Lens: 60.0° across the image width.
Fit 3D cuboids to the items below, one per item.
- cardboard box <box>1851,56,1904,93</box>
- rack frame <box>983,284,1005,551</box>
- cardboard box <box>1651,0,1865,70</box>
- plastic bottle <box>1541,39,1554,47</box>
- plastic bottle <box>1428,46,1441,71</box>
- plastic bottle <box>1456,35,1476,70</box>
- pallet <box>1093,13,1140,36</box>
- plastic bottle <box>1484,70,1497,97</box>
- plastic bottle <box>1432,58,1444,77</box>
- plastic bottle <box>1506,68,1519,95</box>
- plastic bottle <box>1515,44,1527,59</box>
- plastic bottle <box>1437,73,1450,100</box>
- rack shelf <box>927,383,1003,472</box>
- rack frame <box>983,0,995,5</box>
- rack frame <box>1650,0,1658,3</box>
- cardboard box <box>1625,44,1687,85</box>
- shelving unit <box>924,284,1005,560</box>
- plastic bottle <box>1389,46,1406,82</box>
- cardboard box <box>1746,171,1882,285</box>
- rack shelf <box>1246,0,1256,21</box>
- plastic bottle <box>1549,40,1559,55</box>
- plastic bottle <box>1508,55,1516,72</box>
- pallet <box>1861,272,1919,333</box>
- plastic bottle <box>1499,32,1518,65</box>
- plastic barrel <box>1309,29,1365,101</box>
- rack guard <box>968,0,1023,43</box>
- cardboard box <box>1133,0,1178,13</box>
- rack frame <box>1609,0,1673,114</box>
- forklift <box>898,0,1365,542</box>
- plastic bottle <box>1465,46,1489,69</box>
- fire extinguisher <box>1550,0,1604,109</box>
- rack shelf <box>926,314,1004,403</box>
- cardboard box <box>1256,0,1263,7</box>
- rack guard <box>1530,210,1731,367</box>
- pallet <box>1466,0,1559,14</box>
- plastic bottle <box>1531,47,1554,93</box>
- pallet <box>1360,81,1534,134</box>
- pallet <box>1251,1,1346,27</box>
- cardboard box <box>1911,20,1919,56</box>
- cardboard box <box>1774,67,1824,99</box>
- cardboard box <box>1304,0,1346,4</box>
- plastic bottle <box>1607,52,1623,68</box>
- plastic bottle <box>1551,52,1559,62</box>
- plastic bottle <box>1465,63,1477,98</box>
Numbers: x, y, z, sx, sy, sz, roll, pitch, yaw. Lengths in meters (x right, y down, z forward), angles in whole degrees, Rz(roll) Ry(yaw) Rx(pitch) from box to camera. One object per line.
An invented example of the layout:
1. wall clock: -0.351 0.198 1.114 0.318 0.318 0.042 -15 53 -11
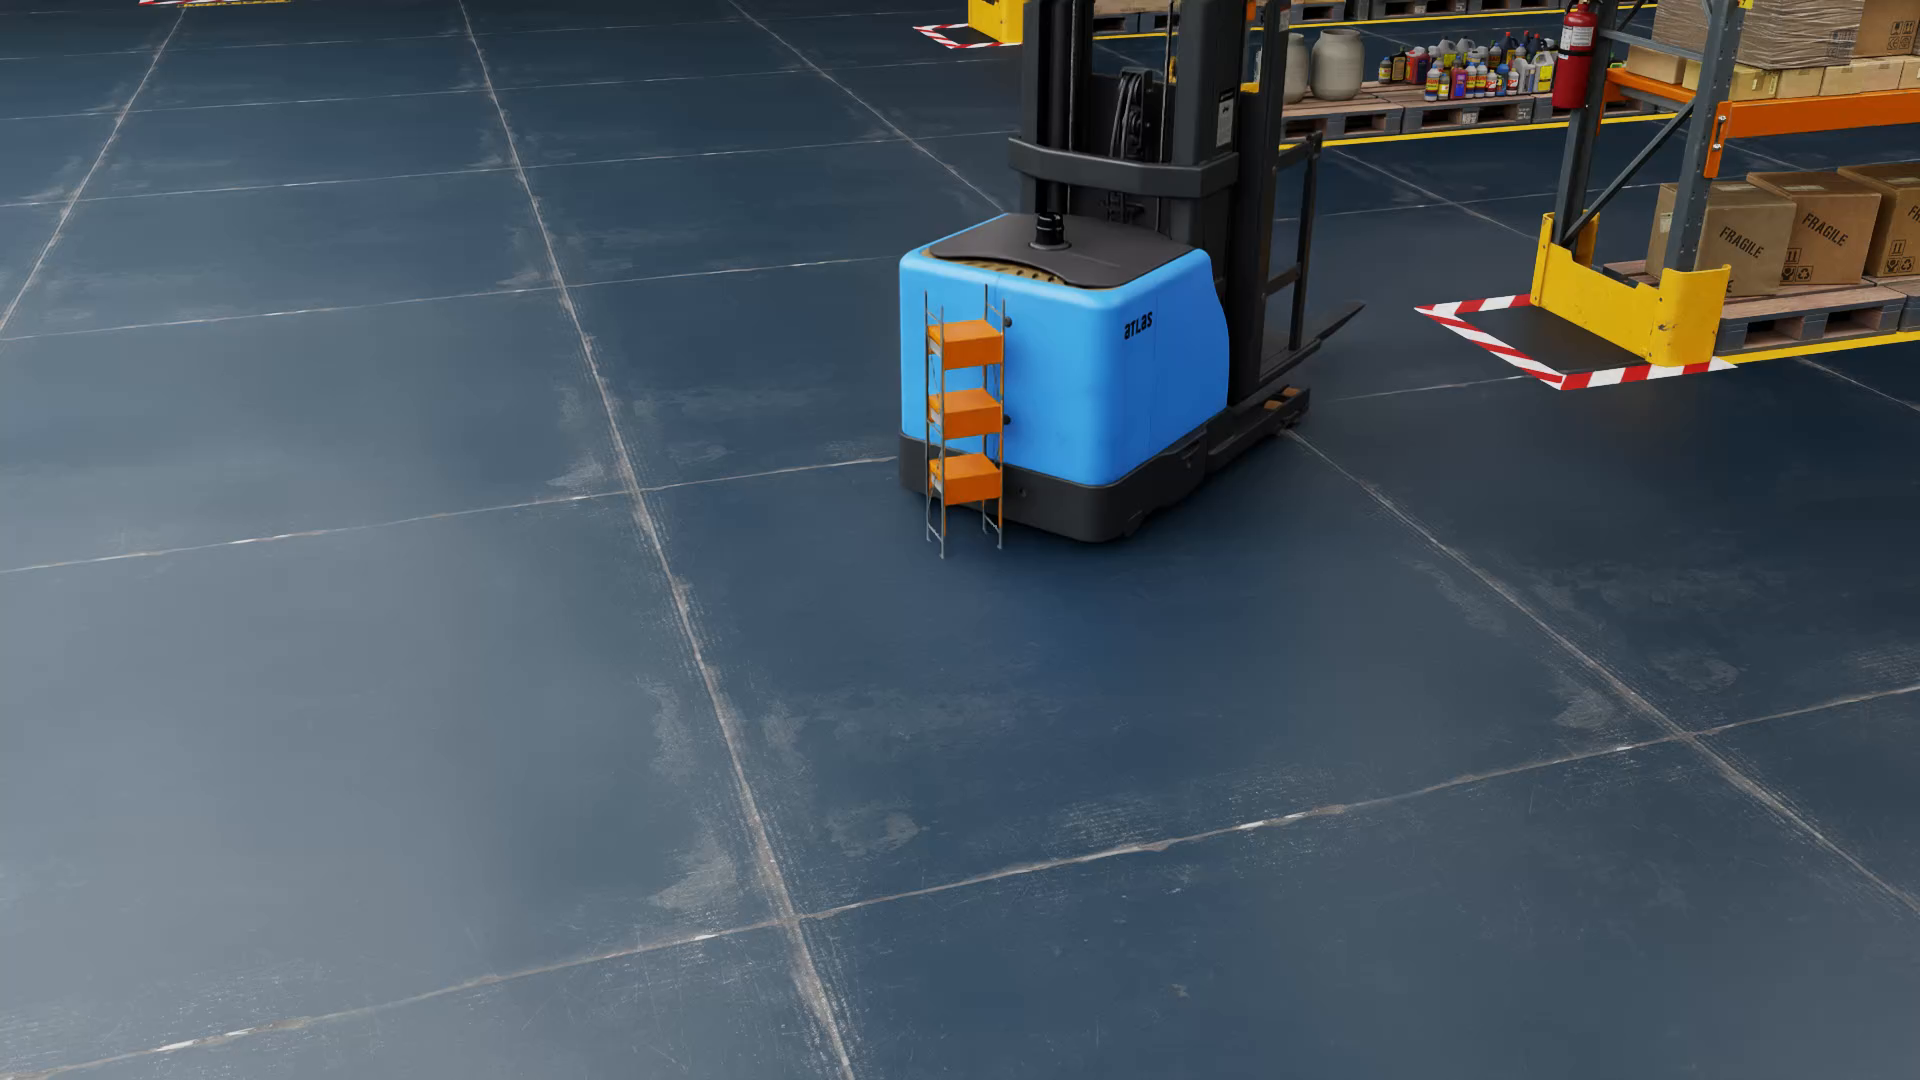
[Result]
1. cardboard box: 4.567 -2.406 8.506 0.250 0.149 0.380 -8 28 -16
2. rack frame: 0.131 -0.470 6.516 0.008 1.050 0.200 -9 28 -18
3. cardboard box: 4.036 -2.725 8.418 0.500 0.500 0.875 -8 28 -16
4. plastic bottle: 5.037 -4.190 14.385 0.135 0.276 0.152 -7 27 -14
5. plastic bottle: 3.962 -4.034 14.072 0.135 0.276 0.152 -9 28 -18
6. plastic bottle: 4.295 -4.118 14.156 0.185 0.351 0.144 -8 28 -17
7. pallet: 1.155 -5.546 17.683 1.213 0.211 1.003 -8 28 -16
8. plastic bottle: 4.307 -3.713 13.508 0.097 0.201 0.097 0 26 0
9. plastic bottle: 4.018 -3.951 13.987 0.097 0.201 0.097 0 26 0
10. plastic bottle: 4.502 -3.741 13.565 0.097 0.201 0.097 0 26 0
11. plastic bottle: 4.778 -4.096 14.201 0.097 0.271 0.097 0 26 0
12. plastic bottle: 3.890 -3.653 13.386 0.097 0.201 0.097 0 26 0
13. rack shelf: 0.017 -0.441 6.482 0.240 0.259 0.215 -9 28 -18
14. rack frame: 0.441 -6.672 16.815 0.127 3.000 1.000 -8 28 -16
15. rack frame: 8.048 -7.773 19.034 0.127 3.000 1.000 -8 28 -16
16. cardboard box: 3.712 -2.497 8.688 0.250 0.149 0.380 -8 28 -16
17. shelving unit: 0.017 -0.451 6.478 0.252 1.050 0.215 -9 28 -18
18. plastic bottle: 3.687 -4.019 14.033 0.133 0.283 0.061 -8 27 -15
19. cardboard box: 4.662 -1.727 9.194 0.500 0.500 0.500 -1 26 -3
20. rack shelf: 3.873 -4.530 13.311 4.000 0.370 1.077 -8 28 -16
21. plastic bottle: 5.070 -4.148 14.293 0.133 0.283 0.061 -8 28 -16
22. plastic bottle: 4.573 -3.851 13.693 0.133 0.283 0.061 -8 28 -16
23. pallet: 5.519 -1.507 9.549 1.213 0.211 1.003 -8 28 -16
24. plastic bottle: 4.699 -4.177 14.274 0.185 0.351 0.144 -9 28 -18
25. plastic barrel: 3.050 -3.843 13.442 0.421 0.512 0.421 0 26 0
26. rack guard: 0.418 -5.549 17.365 0.348 0.500 1.175 -8 28 -16
27. cardboard box: 1.969 -5.747 17.573 0.500 0.250 0.500 -8 28 -16
28. rack frame: 5.775 -5.128 13.705 0.127 3.000 1.000 -8 28 -16
29. forklift: 0.998 -1.905 7.291 1.130 2.935 3.031 17 31 31
30. plastic bottle: 4.365 -4.025 14.053 0.135 0.276 0.152 -8 28 -16
31. fire extinguisher: 3.253 -2.627 8.756 0.183 0.674 0.296 -8 28 -16
32. rack shelf: 0.017 -0.696 6.356 0.240 0.259 0.215 -9 28 -18
33. cardboard box: 2.922 -5.883 17.847 0.500 0.250 0.500 -8 28 -16
34. rack guard: 3.577 -1.374 8.955 0.348 0.500 1.175 -8 28 -16
35. pallet: 6.095 -6.261 19.124 1.213 0.211 1.003 -8 28 -16
36. plastic bottle: 4.762 -3.857 13.630 0.185 0.351 0.144 -8 28 -16
37. pallet: 3.961 -3.634 13.833 1.213 0.211 1.003 -8 28 -16
38. pallet: 3.475 -5.882 18.360 1.213 0.211 1.003 -8 28 -16
39. cardboard box: 4.963 -2.895 8.761 0.500 0.500 0.875 -8 28 -16
40. cardboard box: 4.093 -2.335 8.362 0.250 0.149 0.380 -8 28 -16
41. cardboard box: 3.871 -6.023 18.128 0.500 0.250 0.500 -8 28 -16
42. plastic bottle: 5.419 -3.902 13.797 0.133 0.283 0.061 -7 27 -14
43. plastic bottle: 4.999 -3.927 13.855 0.135 0.276 0.152 -8 28 -16
44. plastic bottle: 4.117 -3.717 13.437 0.097 0.271 0.097 0 26 0
